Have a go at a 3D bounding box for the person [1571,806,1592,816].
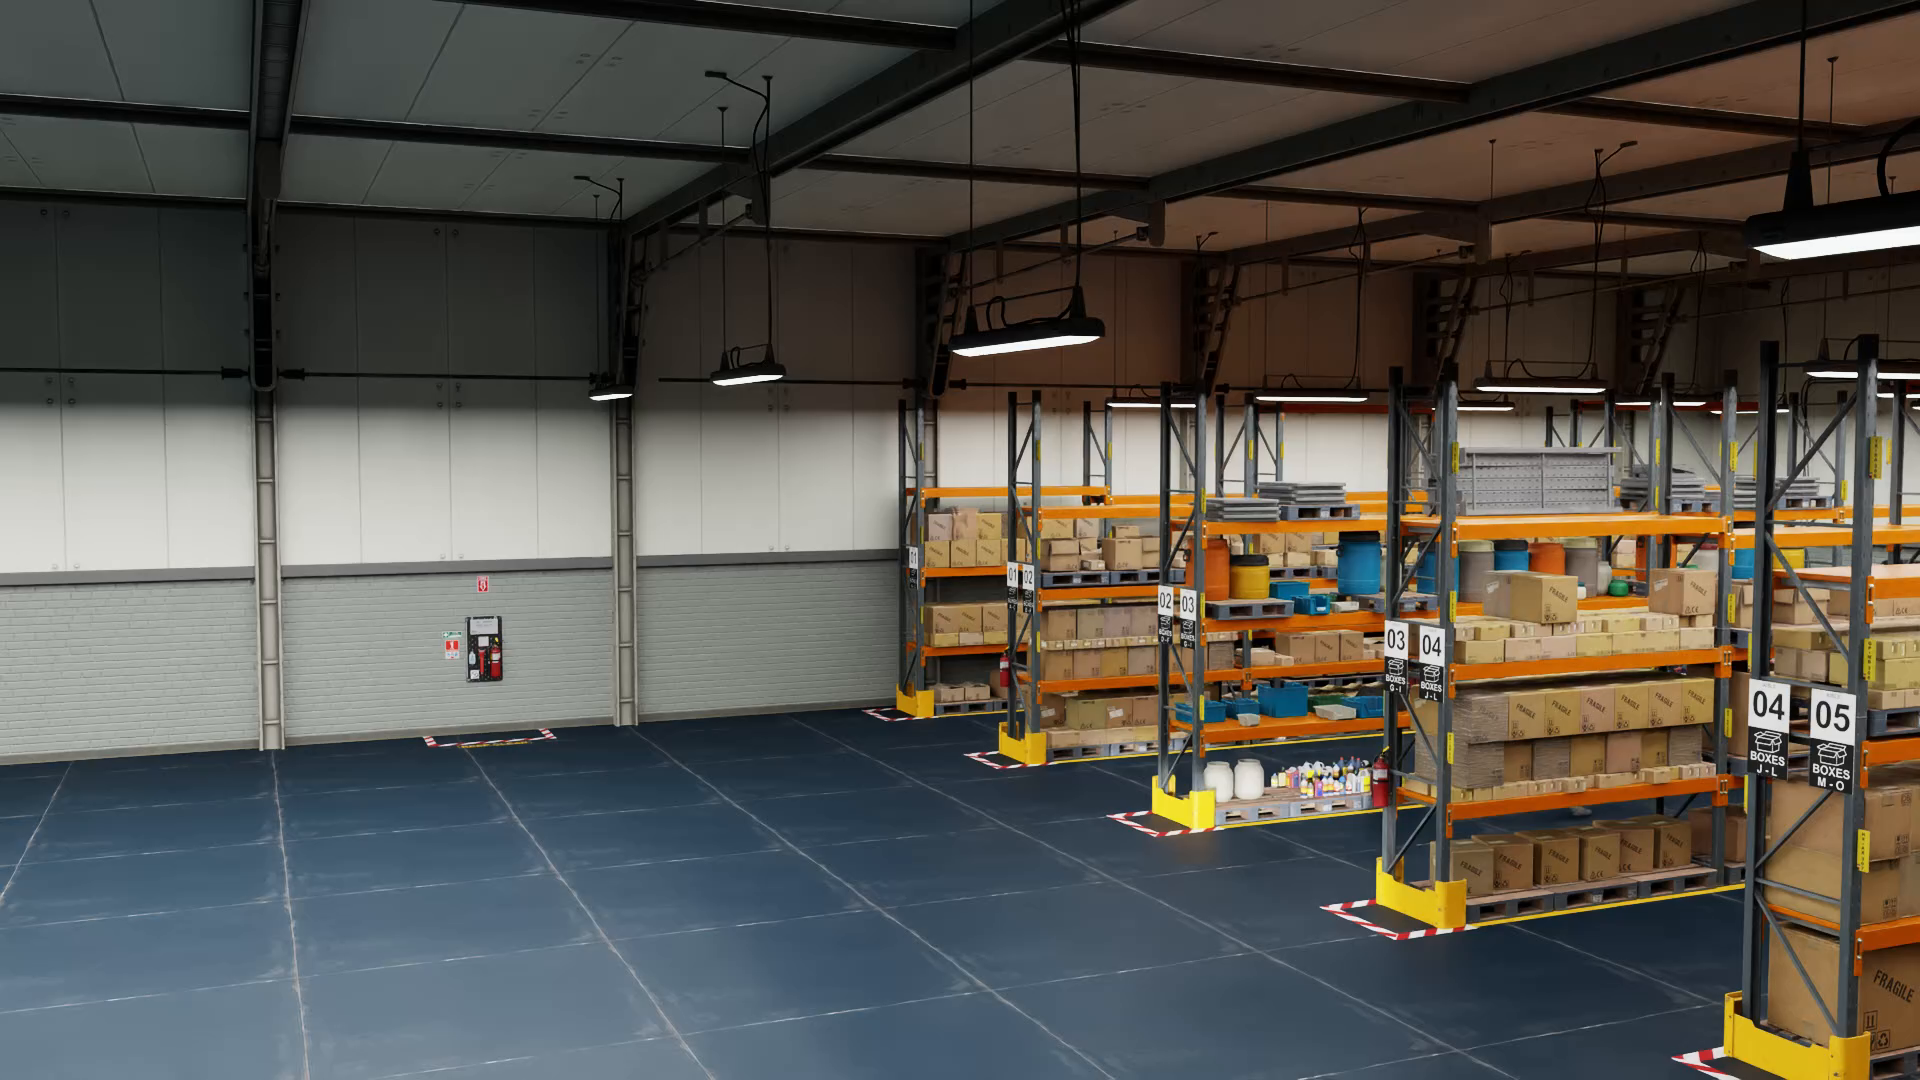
[{"bbox_3d":[8.537,2.929,22.985,0.530,1.790,0.575,-1,4,-18],"label":"person"}]
